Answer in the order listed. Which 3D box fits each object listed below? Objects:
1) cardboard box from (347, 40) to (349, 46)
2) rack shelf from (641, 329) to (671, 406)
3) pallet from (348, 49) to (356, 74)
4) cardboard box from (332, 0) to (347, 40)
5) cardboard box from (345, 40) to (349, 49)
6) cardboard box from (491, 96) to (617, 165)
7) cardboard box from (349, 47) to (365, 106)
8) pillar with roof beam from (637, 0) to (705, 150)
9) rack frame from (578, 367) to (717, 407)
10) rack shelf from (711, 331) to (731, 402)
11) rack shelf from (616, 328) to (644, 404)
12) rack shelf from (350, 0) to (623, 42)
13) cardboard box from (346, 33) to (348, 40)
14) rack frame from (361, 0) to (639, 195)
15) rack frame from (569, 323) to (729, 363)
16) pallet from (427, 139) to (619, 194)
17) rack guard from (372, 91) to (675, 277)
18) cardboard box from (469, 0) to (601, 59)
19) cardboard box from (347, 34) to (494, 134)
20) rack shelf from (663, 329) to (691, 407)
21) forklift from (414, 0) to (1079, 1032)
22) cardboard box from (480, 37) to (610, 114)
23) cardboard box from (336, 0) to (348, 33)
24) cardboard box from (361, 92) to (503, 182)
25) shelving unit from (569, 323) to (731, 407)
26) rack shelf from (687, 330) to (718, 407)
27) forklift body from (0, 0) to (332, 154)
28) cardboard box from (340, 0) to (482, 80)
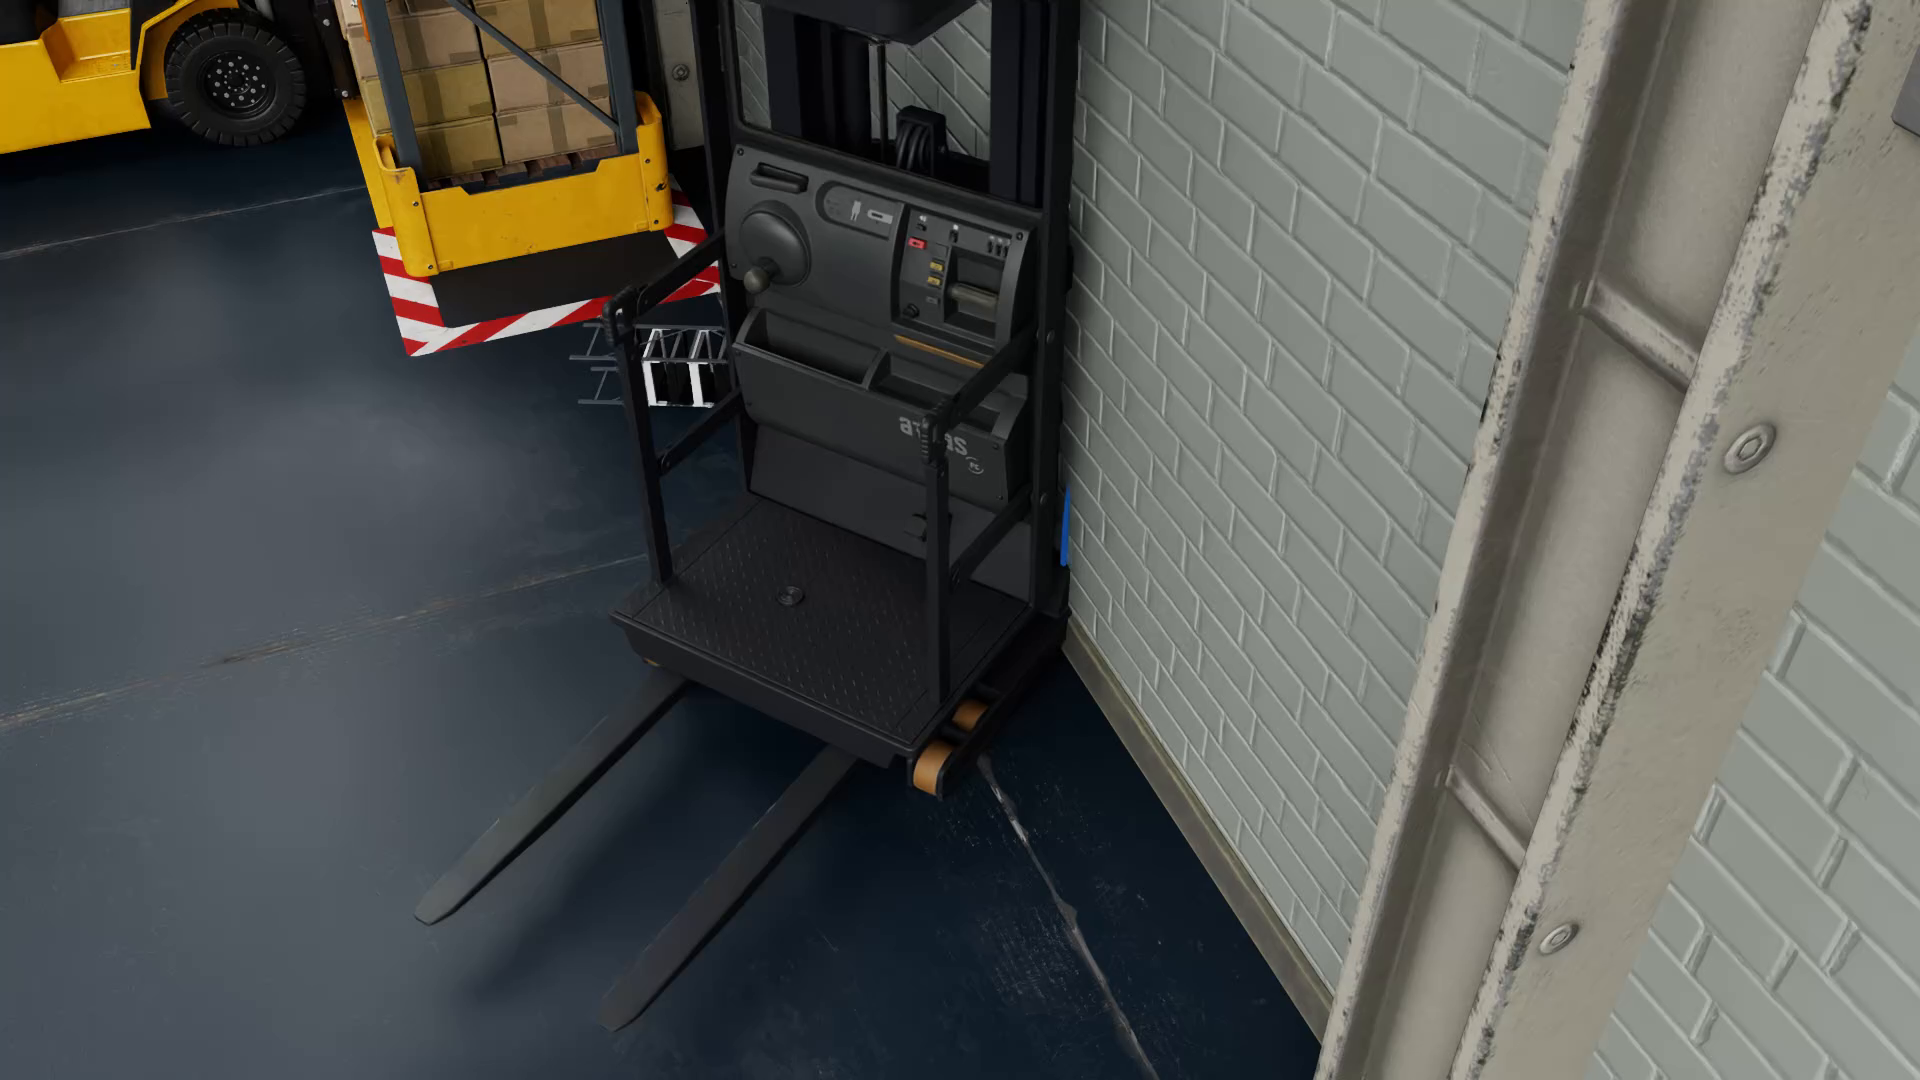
[{"bbox_3d":[-2.701,-2.427,8.059,0.500,0.250,0.500,-15,43,-16],"label":"cardboard box"},{"bbox_3d":[-1.151,-0.669,6.363,0.077,0.200,0.258,2,41,3],"label":"rack shelf"},{"bbox_3d":[-2.659,-2.628,8.644,1.003,0.211,1.213,-15,43,-17],"label":"pallet"},{"bbox_3d":[-2.738,-2.633,7.915,0.500,0.250,0.500,-16,43,-18],"label":"cardboard box"},{"bbox_3d":[-2.920,-2.735,8.416,0.500,0.250,0.500,-14,43,-16],"label":"cardboard box"},{"bbox_3d":[-1.872,-1.962,7.518,0.500,0.250,0.500,-15,43,-17],"label":"cardboard box"},{"bbox_3d":[-2.518,-2.124,7.706,0.500,0.250,0.500,-15,43,-17],"label":"cardboard box"},{"bbox_3d":[-5.276,-4.346,3.902,9.100,9.000,0.400,-15,43,-17],"label":"pillar with roof beam"},{"bbox_3d":[-1.004,-0.588,6.422,0.900,0.006,0.240,2,41,3],"label":"rack frame"},{"bbox_3d":[-0.881,-0.661,6.350,0.077,0.200,0.258,2,41,3],"label":"rack shelf"},{"bbox_3d":[-1.241,-0.672,6.367,0.077,0.200,0.258,2,41,3],"label":"rack shelf"},{"bbox_3d":[-2.630,-3.433,7.993,1.077,0.370,4.000,-15,43,-17],"label":"rack shelf"},{"bbox_3d":[-2.521,-2.327,7.559,0.500,0.250,0.500,-16,43,-17],"label":"cardboard box"},{"bbox_3d":[-1.864,-2.501,6.358,1.000,3.000,0.127,-15,43,-17],"label":"rack frame"},{"bbox_3d":[-1.005,-0.742,6.290,0.900,0.006,0.240,2,41,3],"label":"rack frame"},{"bbox_3d":[-2.196,-1.894,7.790,1.003,0.211,1.213,-15,43,-17],"label":"pallet"},{"bbox_3d":[-1.855,-1.539,7.156,1.175,0.500,0.348,-15,43,-17],"label":"rack guard"},{"bbox_3d":[-1.873,-2.334,7.183,0.500,0.250,0.500,-16,43,-18],"label":"cardboard box"},{"bbox_3d":[-2.340,-2.022,7.205,0.500,0.250,0.500,-16,43,-17],"label":"cardboard box"},{"bbox_3d":[-1.061,-0.666,6.359,0.077,0.200,0.258,2,41,3],"label":"rack shelf"},{"bbox_3d":[-0.346,-0.709,4.327,1.130,2.935,3.031,21,45,23],"label":"forklift"},{"bbox_3d":[-1.852,-2.142,7.344,0.500,0.250,0.500,-14,43,-16],"label":"cardboard box"},{"bbox_3d":[-2.530,-2.503,7.379,0.500,0.250,0.500,-14,43,-16],"label":"cardboard box"},{"bbox_3d":[-2.336,-1.822,7.355,0.500,0.250,0.500,-15,43,-17],"label":"cardboard box"},{"bbox_3d":[-1.004,-0.665,6.356,0.900,0.210,0.258,2,41,3],"label":"shelving unit"},{"bbox_3d":[-0.971,-0.664,6.354,0.077,0.200,0.258,2,41,3],"label":"rack shelf"},{"bbox_3d":[-4.276,-2.866,7.434,2.313,2.155,1.214,-15,43,-17],"label":"forklift body"},{"bbox_3d":[-2.329,-2.196,7.023,0.500,0.250,0.500,-14,43,-15],"label":"cardboard box"}]
